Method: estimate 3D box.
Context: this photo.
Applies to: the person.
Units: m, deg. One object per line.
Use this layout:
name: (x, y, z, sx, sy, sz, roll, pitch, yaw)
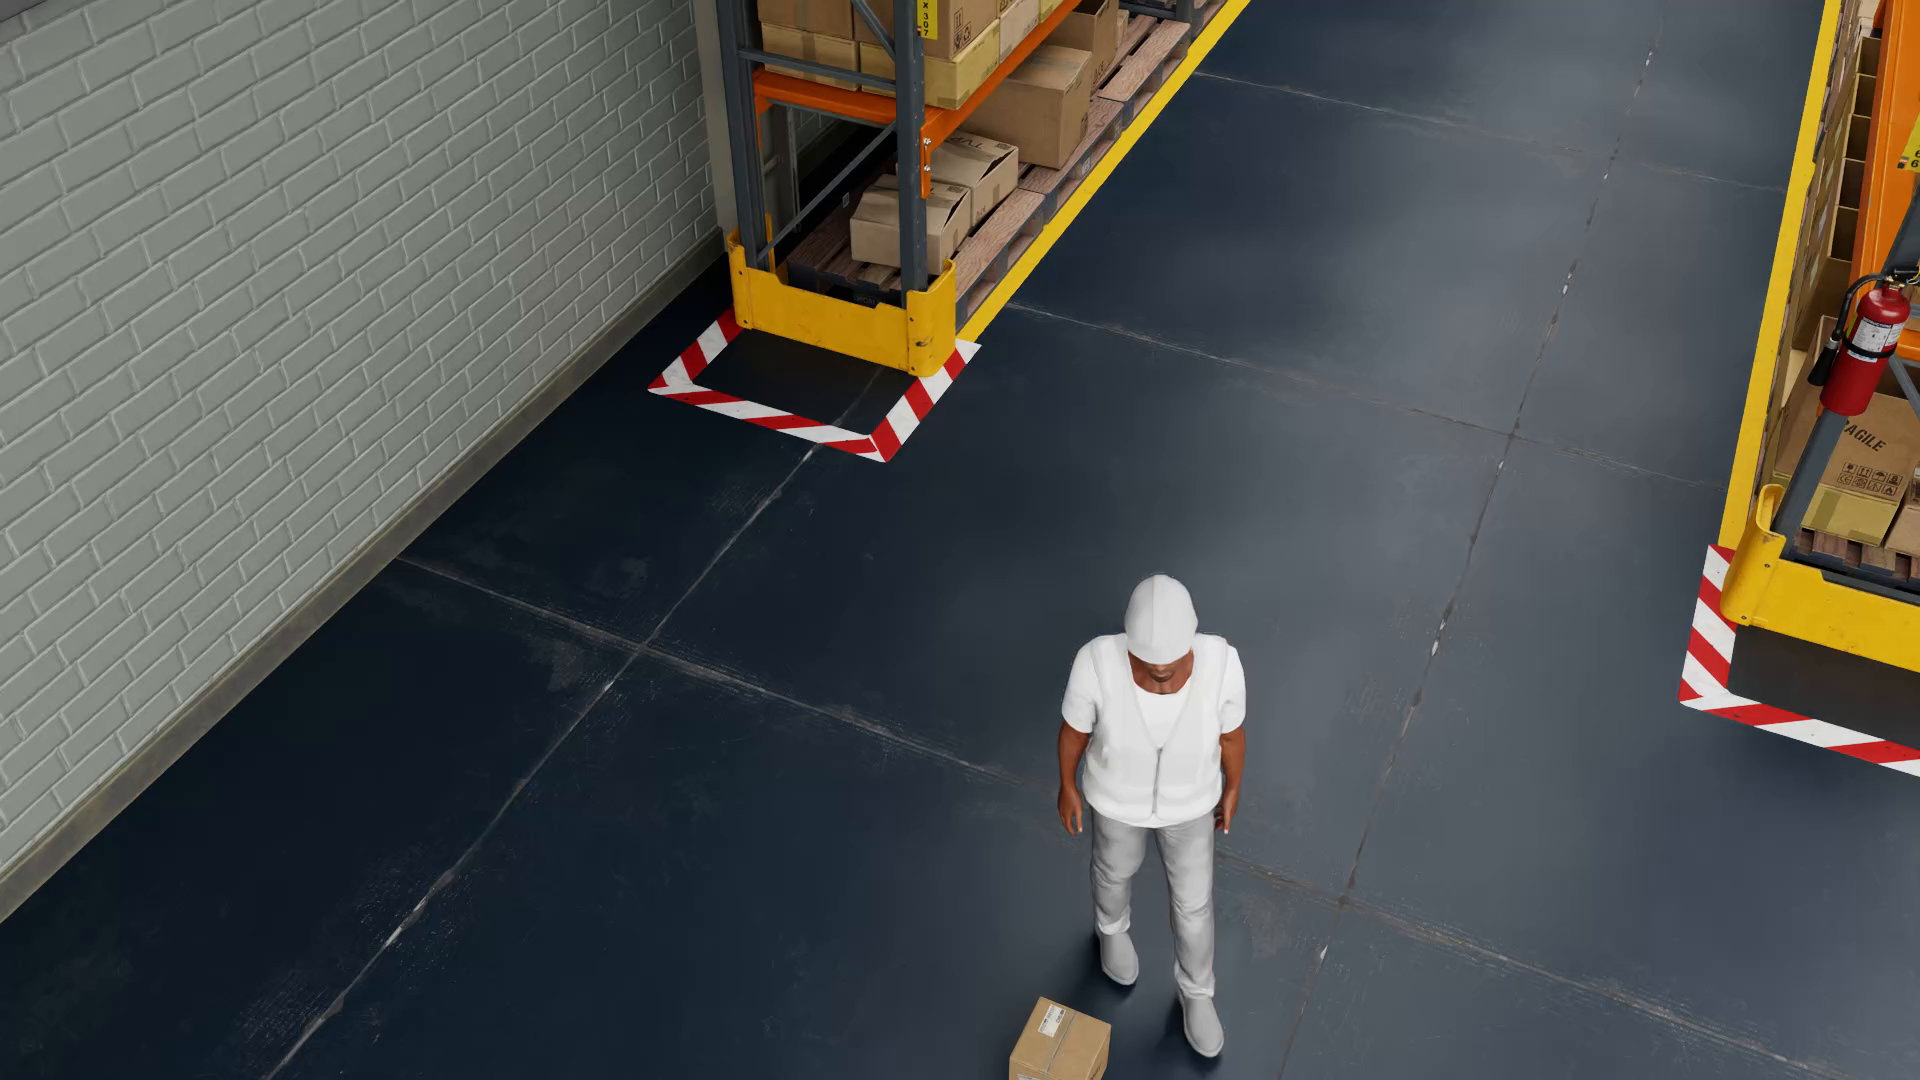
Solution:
person: (0.592, 0.876, 5.150, 0.586, 1.768, 0.617, 1, 42, 1)
